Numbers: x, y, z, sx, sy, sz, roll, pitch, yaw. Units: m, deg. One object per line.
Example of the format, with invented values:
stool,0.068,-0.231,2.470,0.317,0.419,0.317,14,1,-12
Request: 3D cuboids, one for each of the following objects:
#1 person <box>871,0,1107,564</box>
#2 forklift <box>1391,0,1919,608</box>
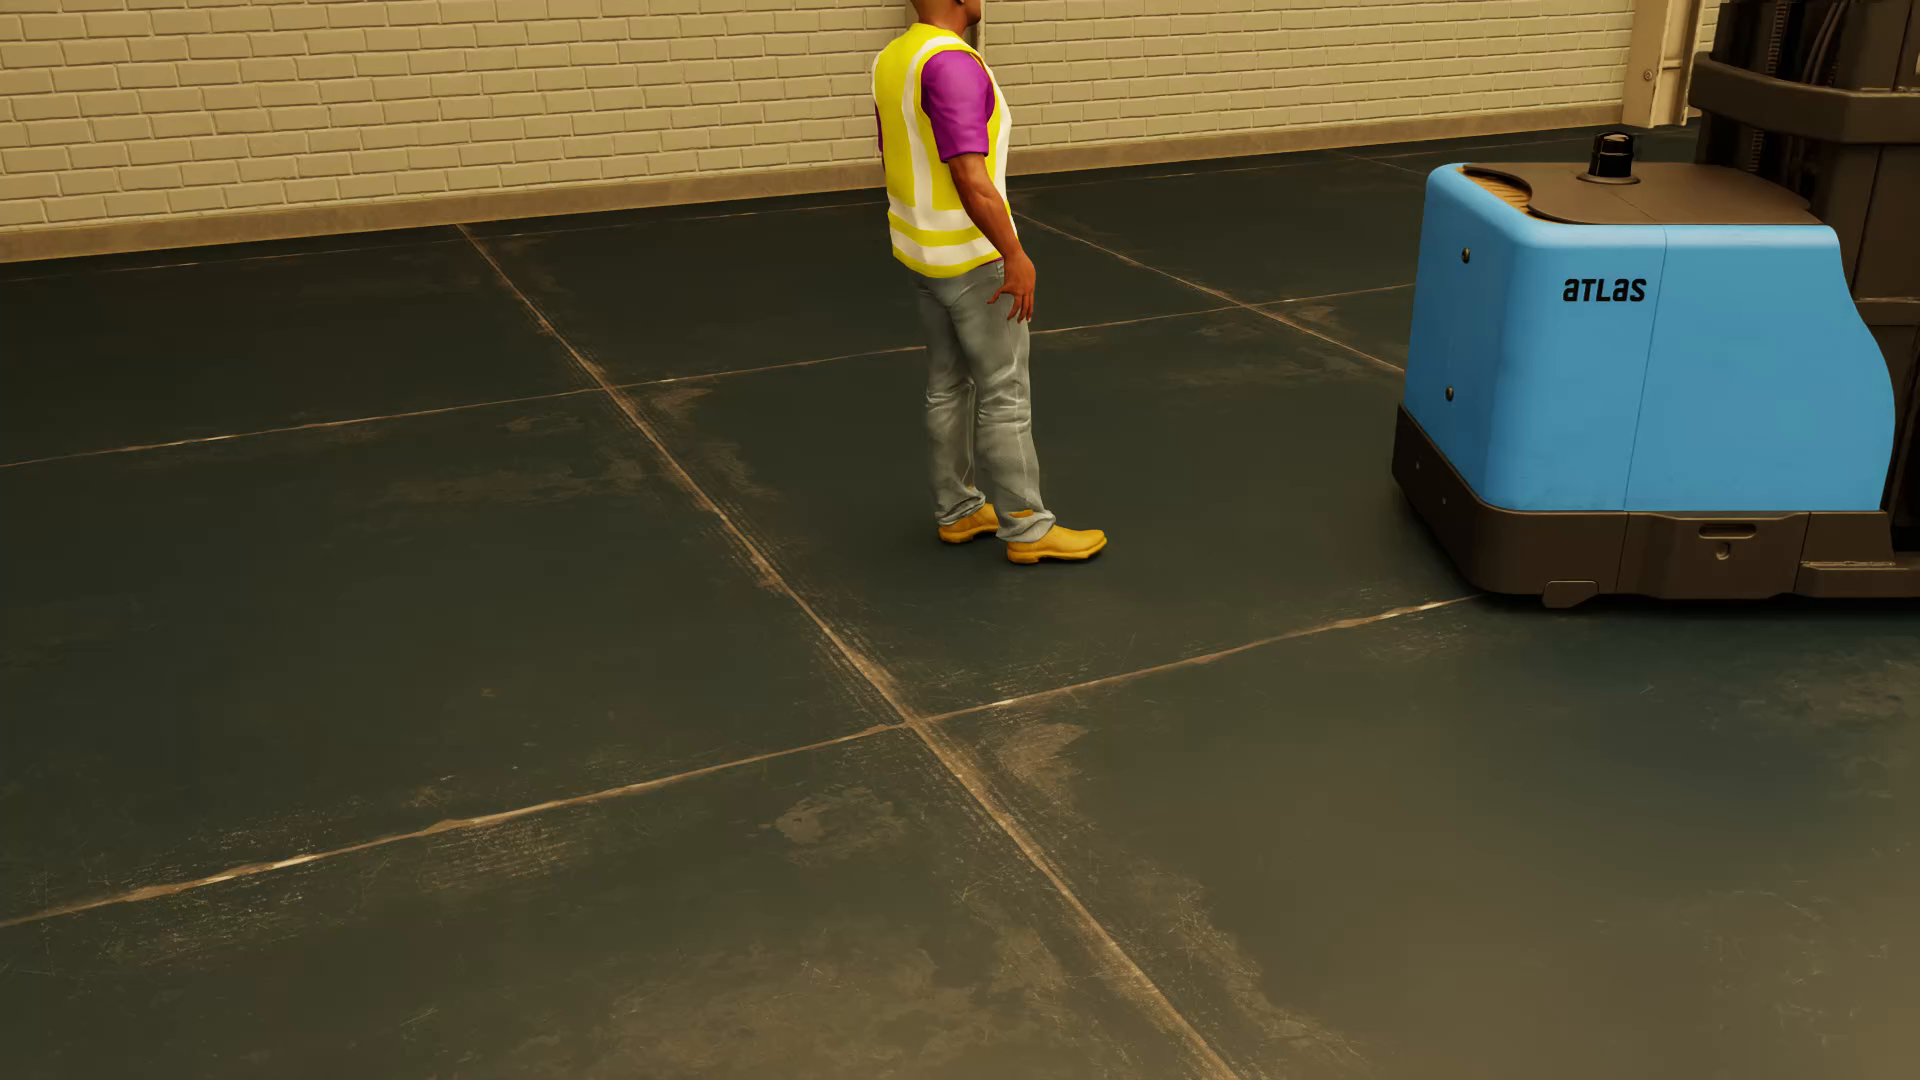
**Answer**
person,0.065,-0.832,4.787,0.577,1.765,0.665,-10,25,-23
forklift,2.928,-1.342,4.516,3.031,2.935,1.130,0,23,0
